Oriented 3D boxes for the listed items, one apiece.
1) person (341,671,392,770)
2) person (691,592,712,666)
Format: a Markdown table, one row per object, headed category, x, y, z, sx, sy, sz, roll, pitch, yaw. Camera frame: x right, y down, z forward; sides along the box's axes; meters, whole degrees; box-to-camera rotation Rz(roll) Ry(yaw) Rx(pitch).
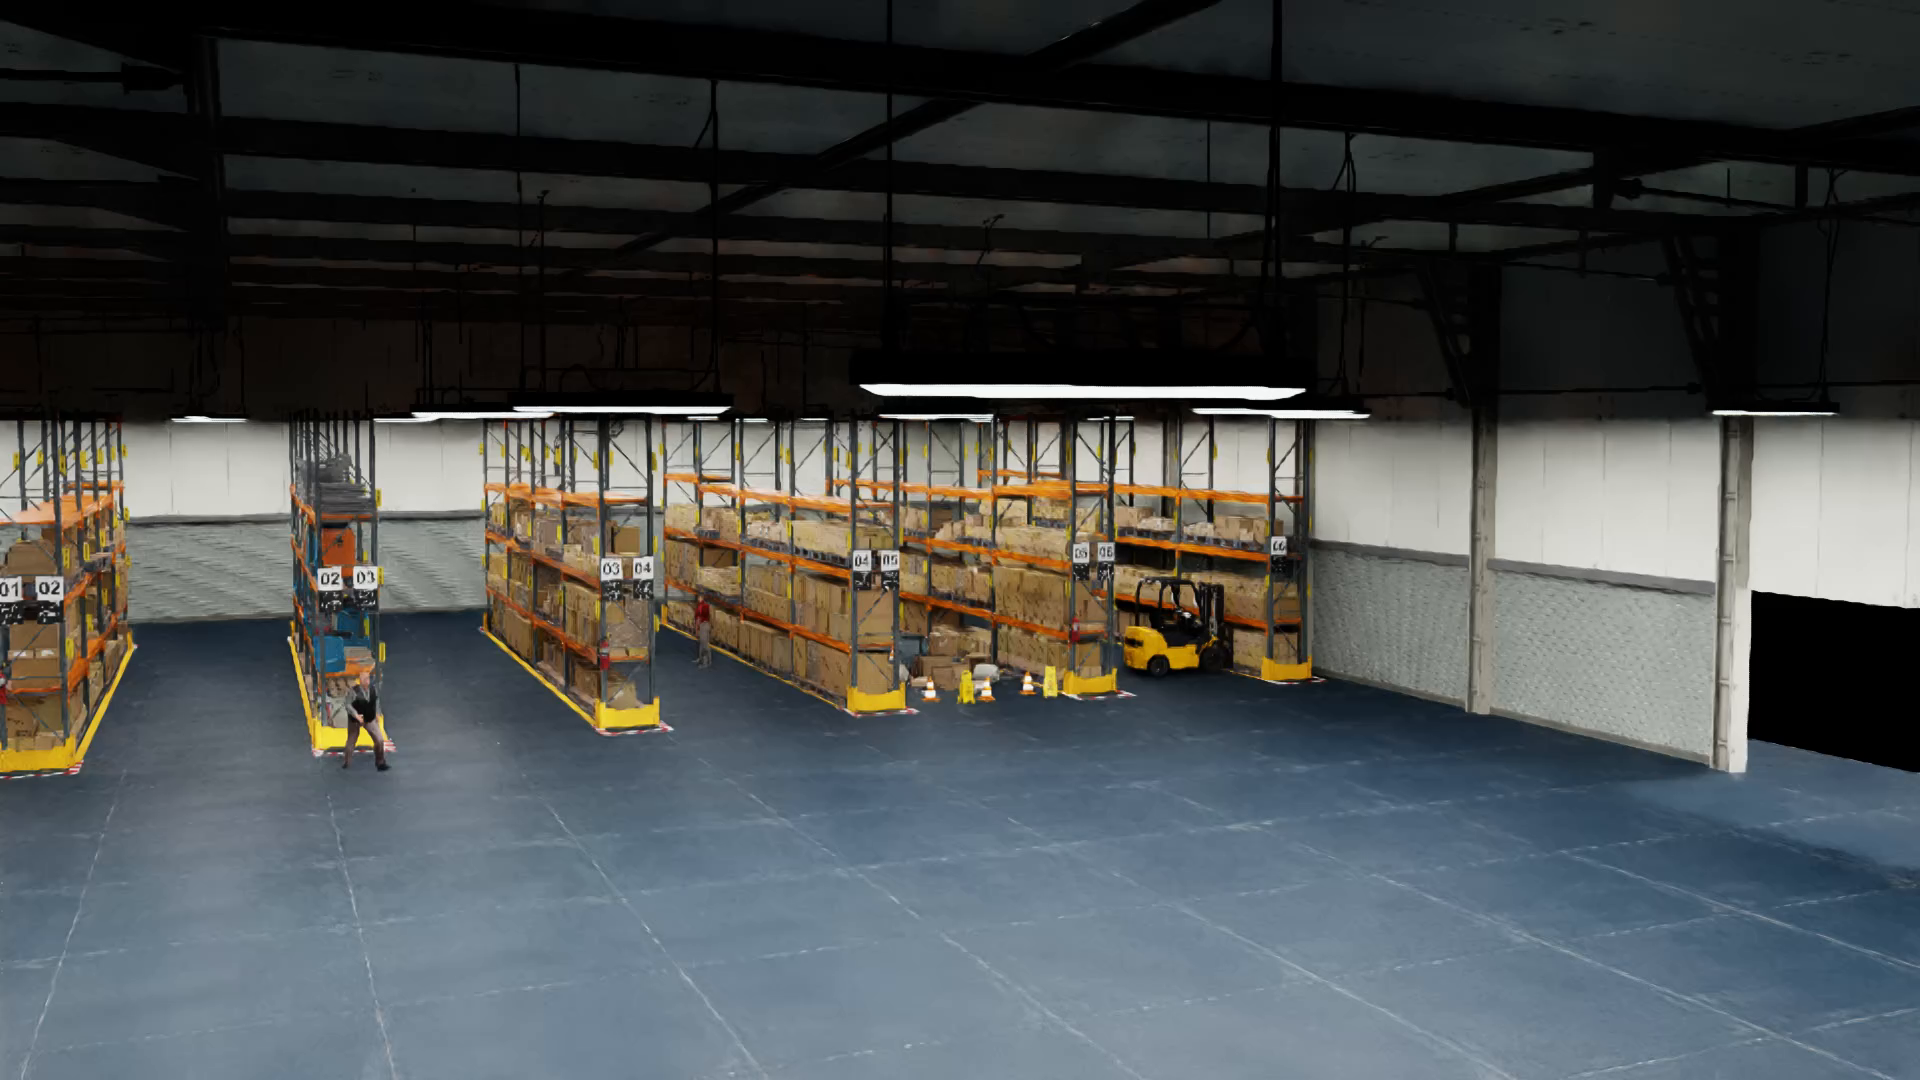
| category | x | y | z | sx | sy | sz | roll | pitch | yaw |
| --- | --- | --- | --- | --- | --- | --- | --- | --- | --- |
| person | -9.837 | 3.015 | 27.382 | 0.661 | 1.572 | 0.842 | -3 | 5 | -40 |
| person | -6.118 | 2.099 | 39.291 | 0.584 | 1.717 | 0.654 | 1 | 4 | 9 |
